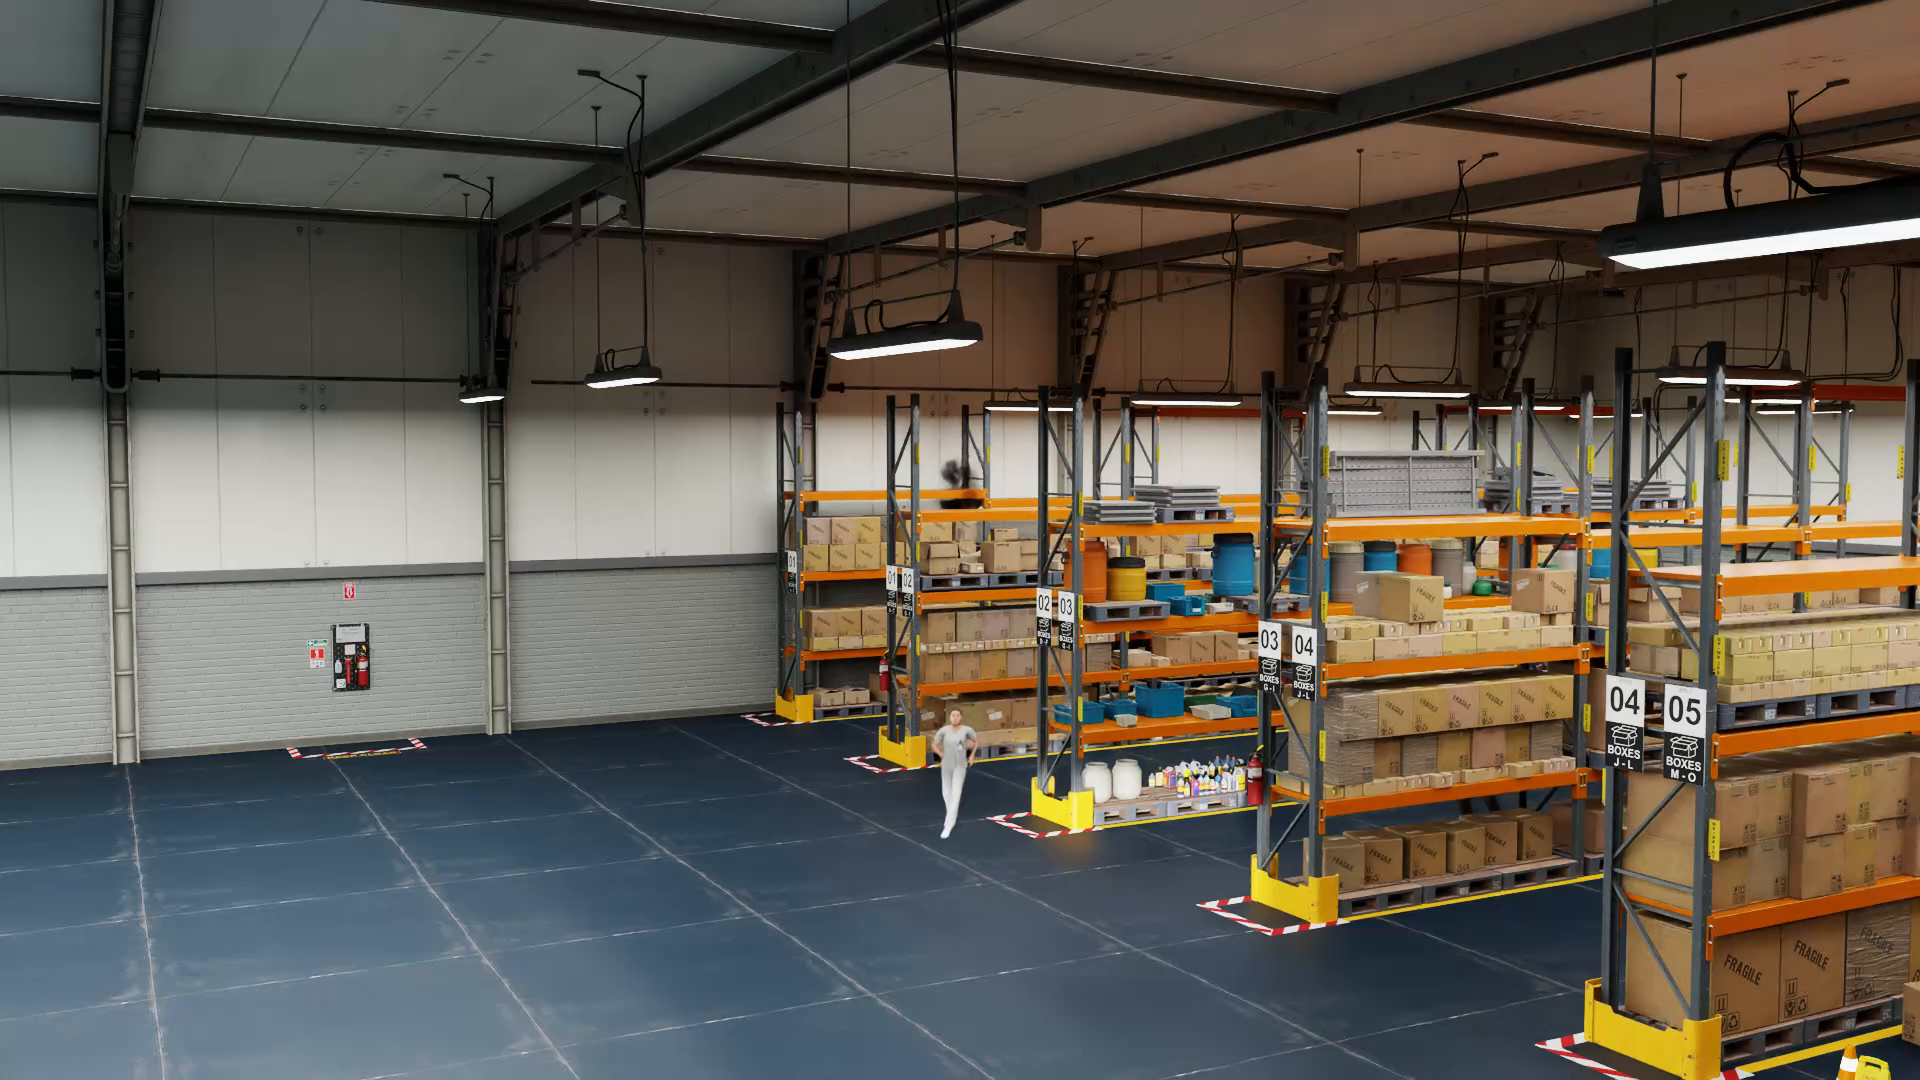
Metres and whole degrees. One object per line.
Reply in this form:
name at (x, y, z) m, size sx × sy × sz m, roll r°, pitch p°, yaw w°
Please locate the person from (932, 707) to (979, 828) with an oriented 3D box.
person at (-0.073, 3.005, 22.260) m, size 0.601 × 1.574 × 0.797 m, roll 1°, pitch 3°, yaw 11°
